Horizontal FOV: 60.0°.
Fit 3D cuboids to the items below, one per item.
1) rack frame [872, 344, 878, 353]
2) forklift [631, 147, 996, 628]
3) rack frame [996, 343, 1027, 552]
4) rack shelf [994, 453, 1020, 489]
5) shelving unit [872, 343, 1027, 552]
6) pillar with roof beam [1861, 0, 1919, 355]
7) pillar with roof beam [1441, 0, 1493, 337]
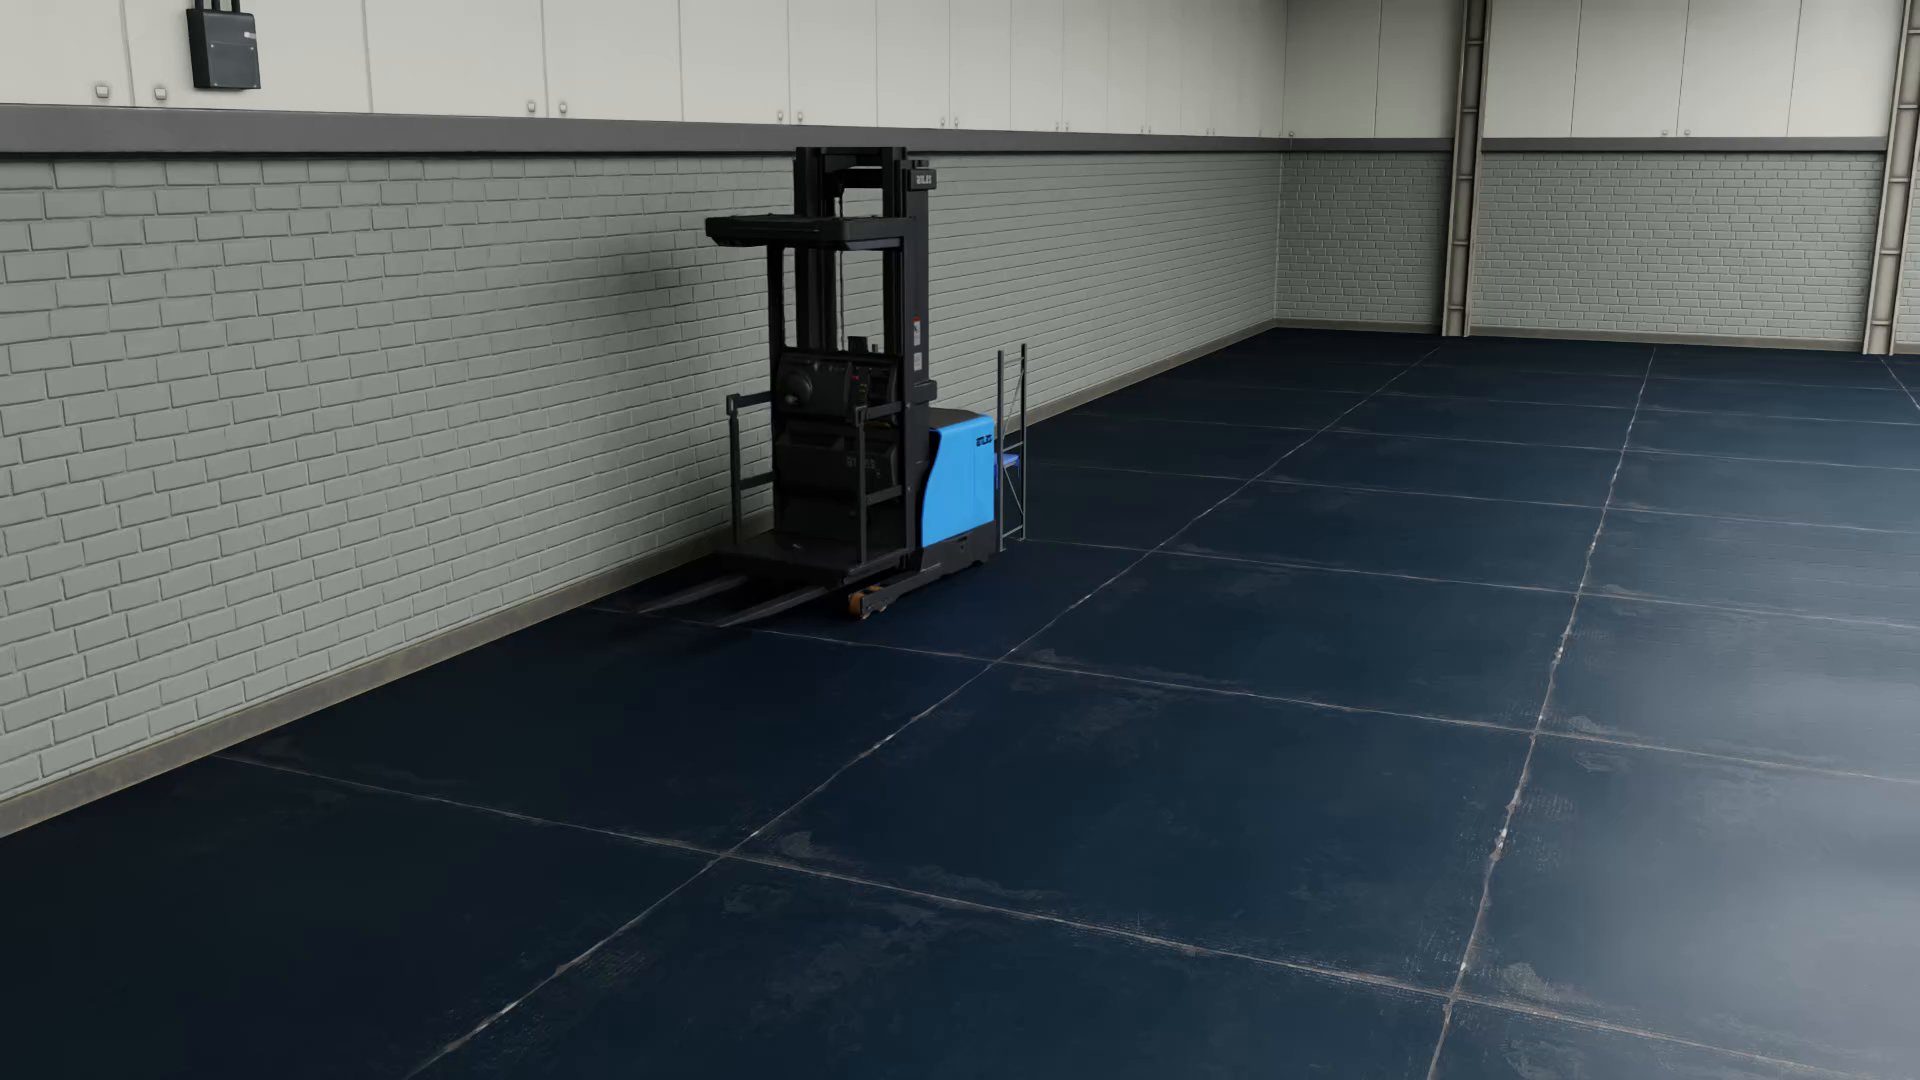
[{"bbox_3d":[-0.543,-0.785,12.818,0.032,1.500,0.500,6,14,23],"label":"rack frame"},{"bbox_3d":[-0.919,-1.043,10.785,1.130,2.935,3.031,8,15,29],"label":"forklift"},{"bbox_3d":[0.387,-0.691,12.417,0.032,1.500,0.500,6,14,23],"label":"rack frame"},{"bbox_3d":[-0.078,-0.563,12.658,1.000,0.185,0.538,6,14,23],"label":"rack shelf"},{"bbox_3d":[-0.078,-0.738,12.617,1.048,1.500,0.538,6,14,23],"label":"shelving unit"},{"bbox_3d":[11.729,-6.223,19.576,0.400,9.000,9.100,6,14,23],"label":"pillar with roof beam"},{"bbox_3d":[6.243,-6.778,21.942,0.400,9.000,9.100,6,14,23],"label":"pillar with roof beam"}]
